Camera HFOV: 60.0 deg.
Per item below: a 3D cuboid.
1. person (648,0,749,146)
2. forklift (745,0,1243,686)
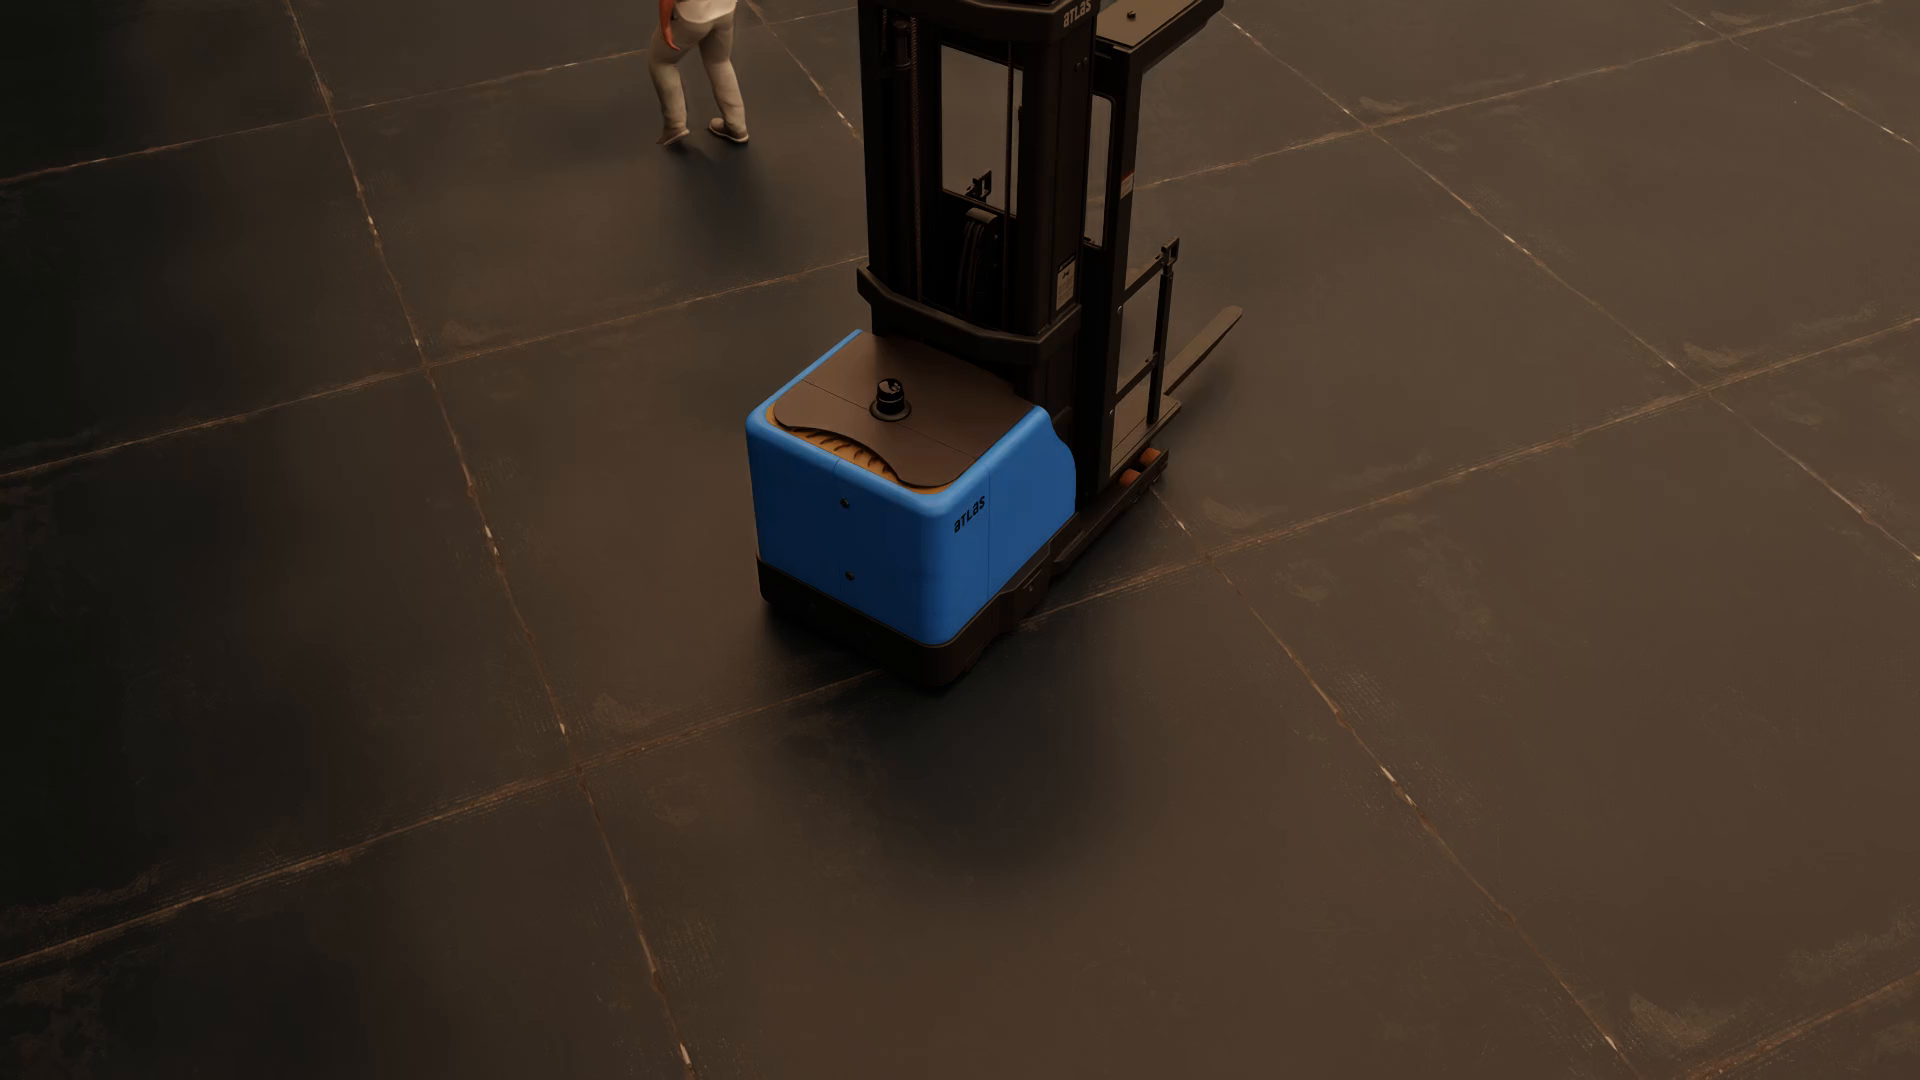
[{"bbox_3d":[-1.600,-3.185,10.030,0.510,1.816,0.636,33,52,30],"label":"person"},{"bbox_3d":[0.359,-1.420,7.202,1.130,2.935,3.031,26,49,25],"label":"forklift"}]
